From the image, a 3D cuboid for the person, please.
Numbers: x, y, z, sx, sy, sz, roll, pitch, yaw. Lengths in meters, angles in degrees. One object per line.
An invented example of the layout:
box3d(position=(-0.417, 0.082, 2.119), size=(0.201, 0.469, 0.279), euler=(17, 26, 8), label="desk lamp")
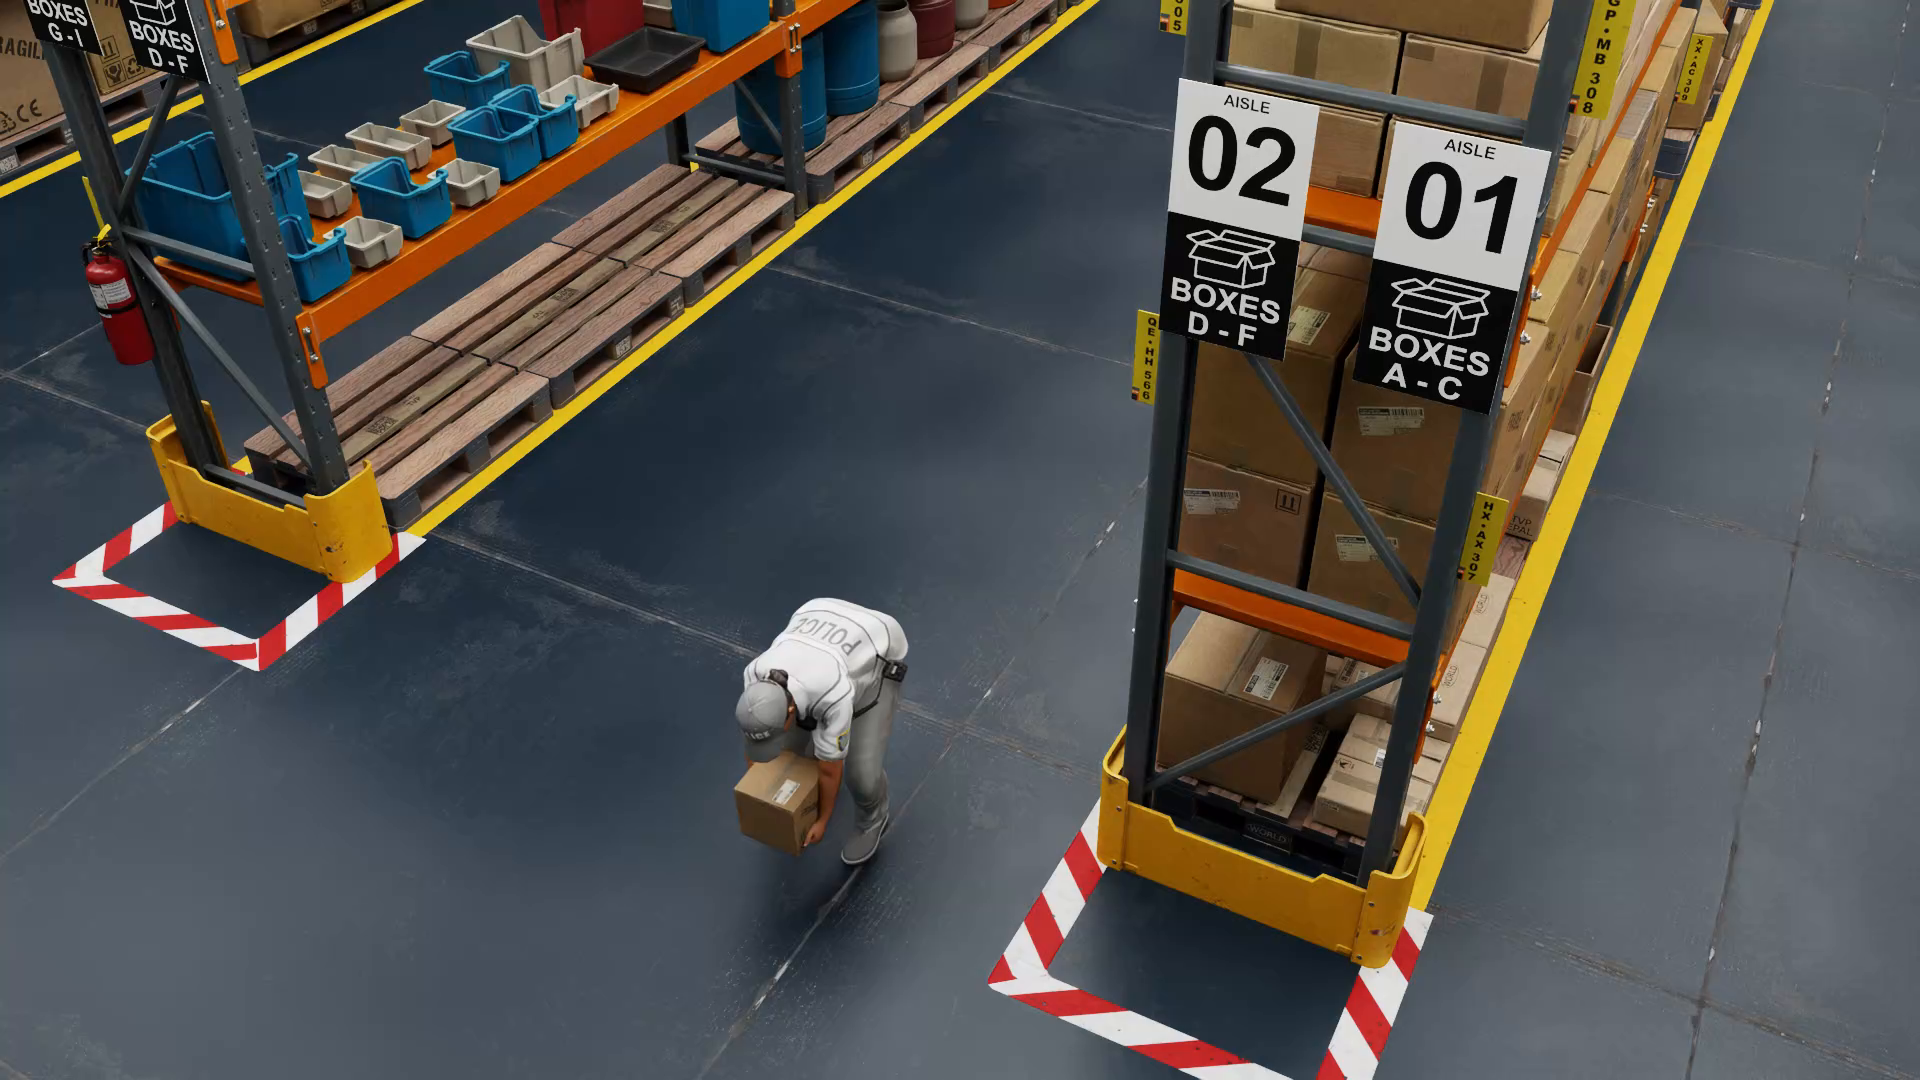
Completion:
box3d(position=(-0.535, 0.757, 6.182), size=(0.476, 1.177, 0.916), euler=(16, 41, 20), label="person")
